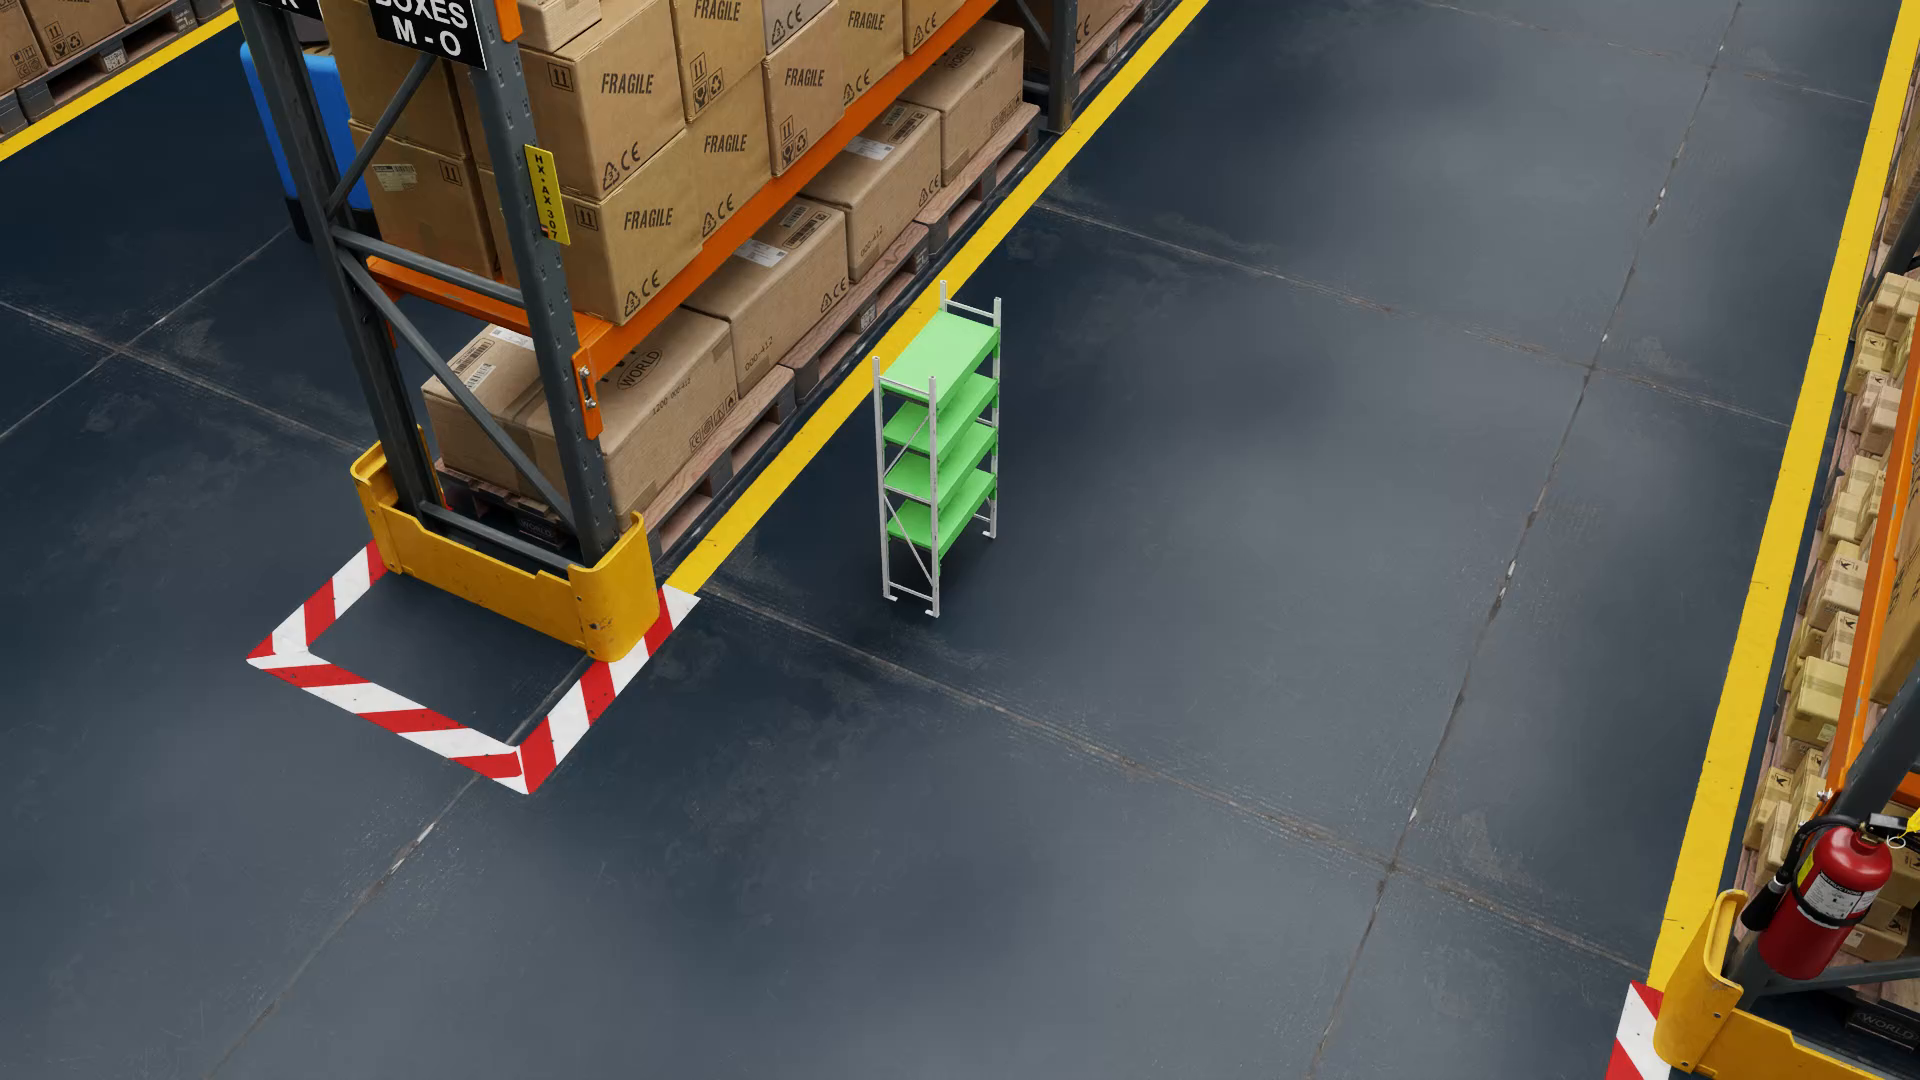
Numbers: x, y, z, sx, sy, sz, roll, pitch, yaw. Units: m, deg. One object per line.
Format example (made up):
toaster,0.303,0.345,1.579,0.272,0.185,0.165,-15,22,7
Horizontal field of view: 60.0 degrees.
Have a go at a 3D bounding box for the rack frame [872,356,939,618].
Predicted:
rack frame,-0.190,-0.164,6.068,0.240,1.200,0.015,20,49,19

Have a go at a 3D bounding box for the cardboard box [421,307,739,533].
cardboard box,-1.511,-0.585,6.725,0.875,0.438,0.875,19,48,18

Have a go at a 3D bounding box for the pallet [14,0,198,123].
pallet,-5.155,-2.862,9.430,1.003,0.211,1.213,20,49,19

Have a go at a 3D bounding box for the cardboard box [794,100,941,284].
cardboard box,-0.673,-1.732,7.859,0.875,0.438,0.875,19,48,18

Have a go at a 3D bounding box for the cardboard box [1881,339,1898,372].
cardboard box,4.070,-0.777,6.909,0.380,0.149,0.250,21,49,19

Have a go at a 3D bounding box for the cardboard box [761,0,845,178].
cardboard box,-0.789,-1.774,6.324,0.500,0.500,0.500,20,49,19

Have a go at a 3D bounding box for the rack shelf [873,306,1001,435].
rack shelf,-0.077,-0.610,5.924,0.258,0.148,0.480,20,49,19

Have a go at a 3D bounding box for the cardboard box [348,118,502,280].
cardboard box,-1.739,-1.316,5.871,0.500,0.500,0.500,21,49,19

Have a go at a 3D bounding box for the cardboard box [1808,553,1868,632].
cardboard box,3.151,0.235,5.699,0.380,0.149,0.250,22,49,20

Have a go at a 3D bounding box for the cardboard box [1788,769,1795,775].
cardboard box,2.991,0.802,5.557,0.380,0.149,0.250,20,49,19

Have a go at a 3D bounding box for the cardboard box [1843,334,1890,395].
cardboard box,3.982,-0.693,7.035,0.380,0.149,0.250,22,49,20

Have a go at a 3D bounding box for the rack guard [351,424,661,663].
rack guard,-1.740,0.005,6.394,1.175,0.500,0.348,20,49,19

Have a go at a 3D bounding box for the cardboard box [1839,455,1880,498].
cardboard box,3.539,-0.139,6.278,0.380,0.149,0.250,20,49,19

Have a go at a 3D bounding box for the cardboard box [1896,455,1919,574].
cardboard box,2.927,-0.149,4.509,0.500,0.500,0.500,20,49,18

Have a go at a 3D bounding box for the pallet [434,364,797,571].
pallet,-1.427,-0.439,7.035,1.003,0.211,1.213,20,49,19

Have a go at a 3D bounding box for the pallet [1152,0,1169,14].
pallet,0.985,-3.711,10.270,1.003,0.211,1.213,20,49,19

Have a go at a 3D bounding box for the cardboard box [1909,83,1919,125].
cardboard box,5.160,-2.302,8.378,0.500,0.500,0.500,19,48,18

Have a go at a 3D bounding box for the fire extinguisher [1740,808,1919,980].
fire extinguisher,2.177,0.846,4.121,0.296,0.674,0.183,20,49,19

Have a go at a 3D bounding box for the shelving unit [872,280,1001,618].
shelving unit,-0.077,-0.317,6.220,0.258,1.200,0.503,20,49,19

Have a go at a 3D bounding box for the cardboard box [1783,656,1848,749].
cardboard box,2.899,0.565,5.373,0.380,0.149,0.250,19,48,18

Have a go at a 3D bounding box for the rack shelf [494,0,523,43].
rack shelf,-0.800,-2.951,5.954,1.077,0.370,4.000,20,49,19

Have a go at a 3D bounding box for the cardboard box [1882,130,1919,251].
cardboard box,4.680,-1.657,7.741,0.500,0.500,0.500,20,49,18

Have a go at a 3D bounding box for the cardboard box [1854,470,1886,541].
cardboard box,3.468,-0.068,5.999,0.380,0.149,0.250,21,49,19

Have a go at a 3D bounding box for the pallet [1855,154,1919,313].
pallet,4.920,-1.349,7.935,1.003,0.211,1.213,20,49,19

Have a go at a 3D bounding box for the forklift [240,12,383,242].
forklift,-2.376,-3.395,8.044,1.130,2.935,3.031,11,46,10

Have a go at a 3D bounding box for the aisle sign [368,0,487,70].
aisle sign,-1.505,-1.662,4.456,0.394,0.787,0.004,20,49,19

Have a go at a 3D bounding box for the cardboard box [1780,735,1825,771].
cardboard box,2.935,0.677,5.472,0.380,0.149,0.250,19,48,17

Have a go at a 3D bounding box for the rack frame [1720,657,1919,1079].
rack frame,2.703,0.681,3.968,1.000,3.000,0.127,20,49,19

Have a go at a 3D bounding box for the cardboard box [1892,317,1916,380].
cardboard box,3.962,-0.715,6.638,0.380,0.149,0.250,20,49,19

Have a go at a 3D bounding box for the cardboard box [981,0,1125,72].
cardboard box,0.345,-3.227,9.029,0.875,0.875,0.875,22,49,20

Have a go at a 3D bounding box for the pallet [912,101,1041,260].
pallet,-0.294,-1.976,8.554,1.003,0.211,1.213,20,49,19

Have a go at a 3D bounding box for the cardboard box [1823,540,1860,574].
cardboard box,3.299,0.191,5.952,0.380,0.149,0.250,23,50,21

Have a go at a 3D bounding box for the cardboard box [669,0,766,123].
cardboard box,-1.020,-1.812,5.659,0.500,0.500,0.500,19,48,18

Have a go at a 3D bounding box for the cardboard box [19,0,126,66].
cardboard box,-4.994,-2.974,9.043,0.500,0.500,0.500,21,49,20

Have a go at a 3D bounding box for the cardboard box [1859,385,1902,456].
cardboard box,3.671,-0.410,6.337,0.380,0.149,0.250,21,49,20

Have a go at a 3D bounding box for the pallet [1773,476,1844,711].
pallet,3.714,0.348,6.258,1.003,0.211,1.213,20,49,19

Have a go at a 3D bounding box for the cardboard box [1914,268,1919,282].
cardboard box,4.216,-1.044,6.964,0.380,0.149,0.250,22,49,21

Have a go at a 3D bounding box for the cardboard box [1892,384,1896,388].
cardboard box,3.861,-0.442,6.578,0.380,0.149,0.250,18,48,17

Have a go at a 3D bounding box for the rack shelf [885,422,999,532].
rack shelf,-0.077,-0.273,6.266,0.258,0.148,0.480,20,49,19

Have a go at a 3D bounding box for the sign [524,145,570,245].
sign,-1.240,-1.034,4.999,0.100,0.325,0.005,20,49,19

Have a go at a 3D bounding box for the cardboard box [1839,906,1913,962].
cardboard box,2.762,1.135,5.228,0.380,0.149,0.250,21,49,20

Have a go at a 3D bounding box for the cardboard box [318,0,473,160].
cardboard box,-1.716,-1.658,5.507,0.500,0.500,0.500,22,49,20

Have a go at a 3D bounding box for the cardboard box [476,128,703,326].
cardboard box,-1.251,-1.132,5.690,0.500,0.500,0.500,20,49,19

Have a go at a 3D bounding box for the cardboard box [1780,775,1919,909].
cardboard box,2.724,0.910,5.033,0.380,0.149,0.250,21,49,19

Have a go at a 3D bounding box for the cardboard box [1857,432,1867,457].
cardboard box,3.840,-0.343,6.689,0.380,0.149,0.250,19,48,18

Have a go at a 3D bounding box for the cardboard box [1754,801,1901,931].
cardboard box,2.695,1.005,5.148,0.380,0.149,0.250,19,48,18

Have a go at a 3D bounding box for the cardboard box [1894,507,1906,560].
cardboard box,2.953,-0.005,4.822,0.380,0.149,0.250,22,49,20

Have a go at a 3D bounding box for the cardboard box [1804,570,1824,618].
cardboard box,3.302,0.295,6.058,0.380,0.149,0.250,21,49,20

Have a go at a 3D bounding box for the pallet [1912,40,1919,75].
pallet,6.052,-2.886,9.454,1.003,0.211,1.213,20,49,19

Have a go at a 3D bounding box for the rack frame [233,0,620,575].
rack frame,-1.729,-0.889,5.520,1.000,3.000,0.127,20,49,19

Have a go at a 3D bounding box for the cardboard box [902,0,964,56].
cardboard box,-0.315,-2.420,6.963,0.500,0.500,0.500,20,49,18
